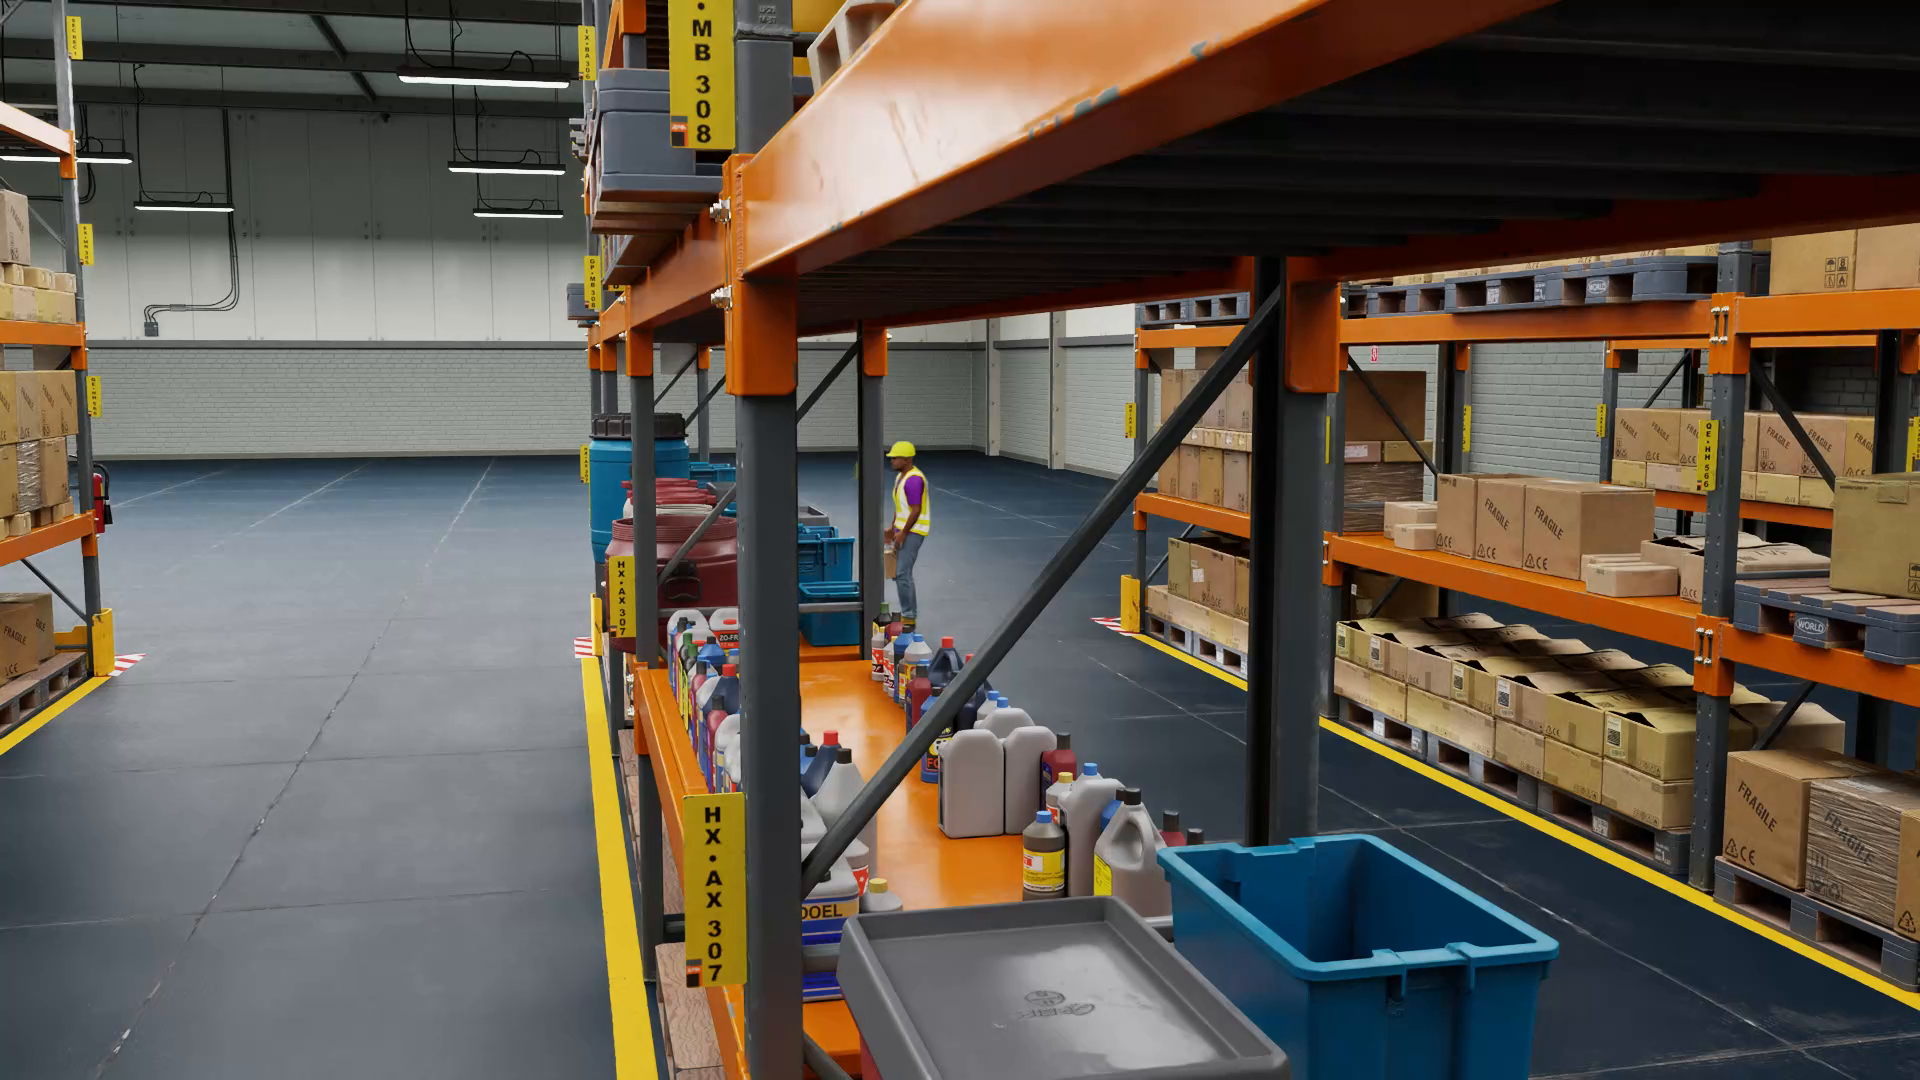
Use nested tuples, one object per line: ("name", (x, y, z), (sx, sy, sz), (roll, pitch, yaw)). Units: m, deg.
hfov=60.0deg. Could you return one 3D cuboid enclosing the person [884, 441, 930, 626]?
("person", (-0.525, -0.064, 15.967), (0.457, 1.762, 0.586), (-2, 6, -15))
